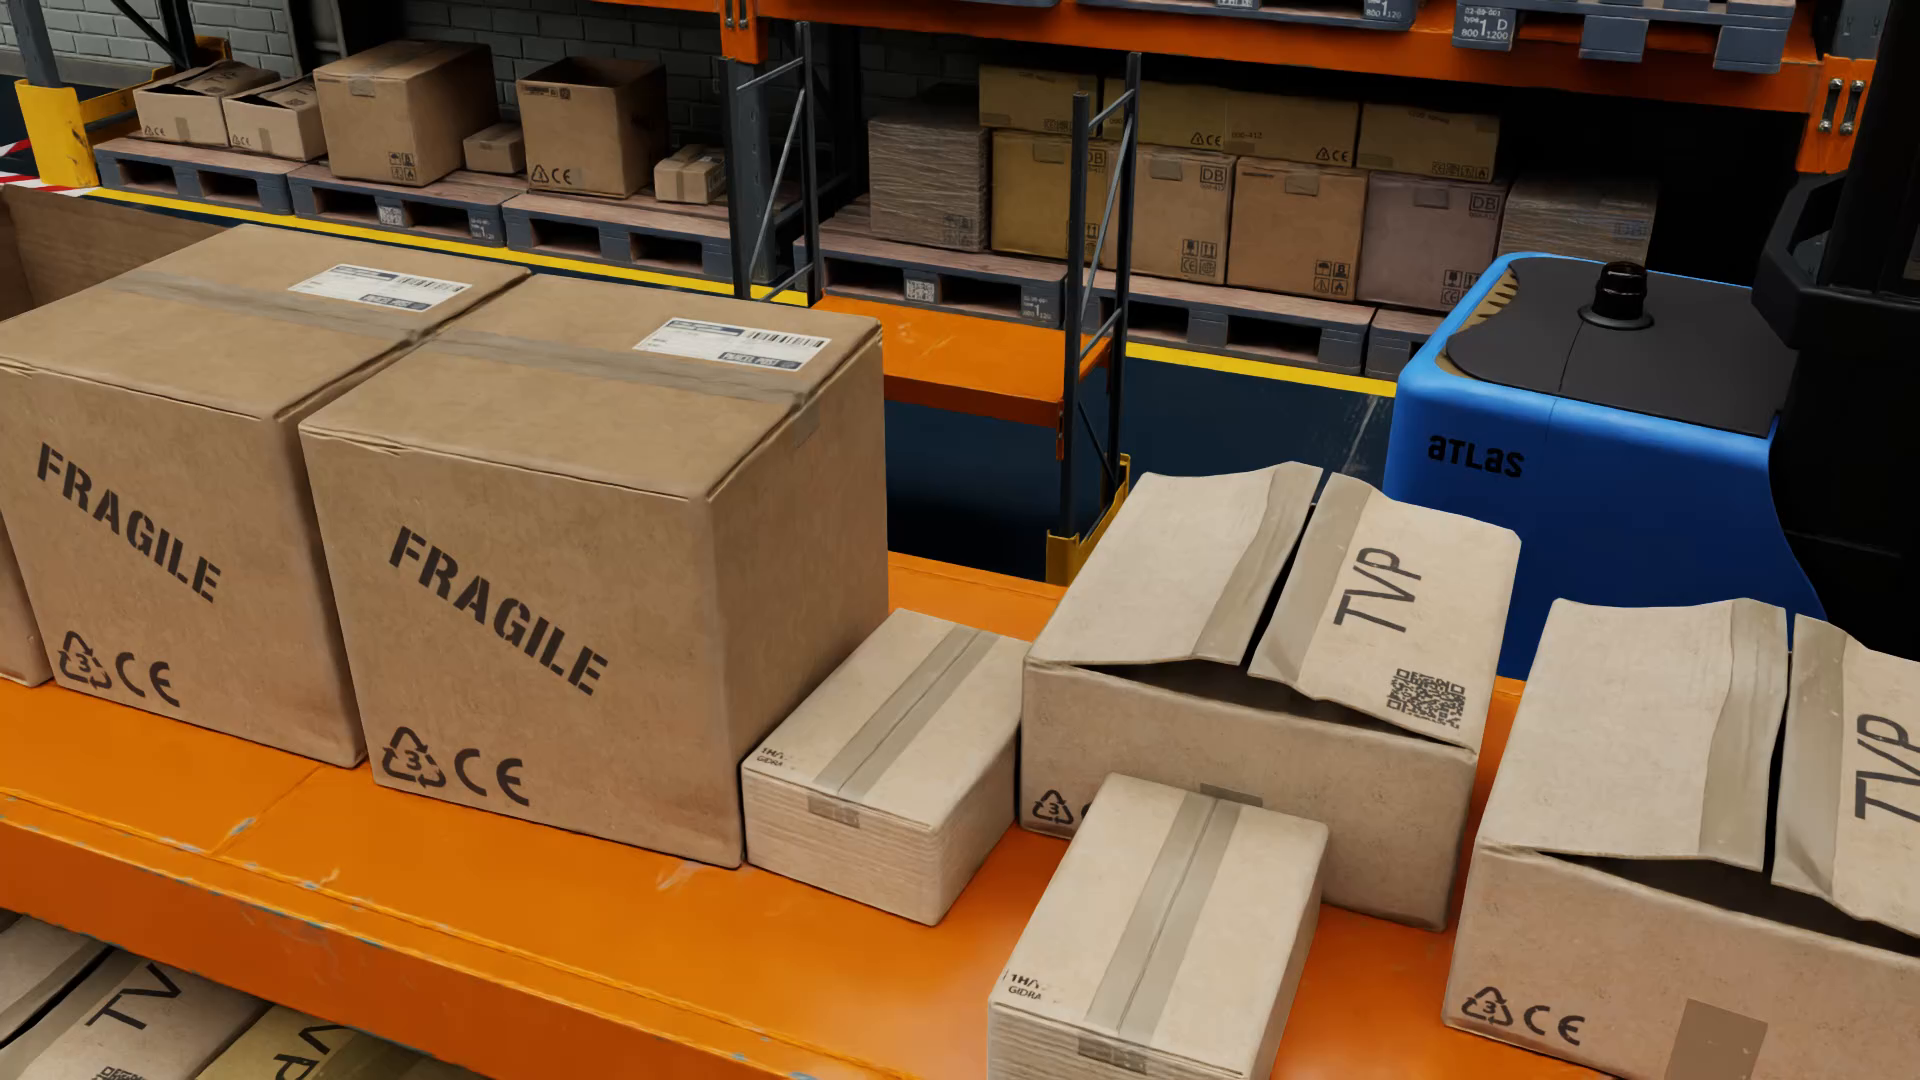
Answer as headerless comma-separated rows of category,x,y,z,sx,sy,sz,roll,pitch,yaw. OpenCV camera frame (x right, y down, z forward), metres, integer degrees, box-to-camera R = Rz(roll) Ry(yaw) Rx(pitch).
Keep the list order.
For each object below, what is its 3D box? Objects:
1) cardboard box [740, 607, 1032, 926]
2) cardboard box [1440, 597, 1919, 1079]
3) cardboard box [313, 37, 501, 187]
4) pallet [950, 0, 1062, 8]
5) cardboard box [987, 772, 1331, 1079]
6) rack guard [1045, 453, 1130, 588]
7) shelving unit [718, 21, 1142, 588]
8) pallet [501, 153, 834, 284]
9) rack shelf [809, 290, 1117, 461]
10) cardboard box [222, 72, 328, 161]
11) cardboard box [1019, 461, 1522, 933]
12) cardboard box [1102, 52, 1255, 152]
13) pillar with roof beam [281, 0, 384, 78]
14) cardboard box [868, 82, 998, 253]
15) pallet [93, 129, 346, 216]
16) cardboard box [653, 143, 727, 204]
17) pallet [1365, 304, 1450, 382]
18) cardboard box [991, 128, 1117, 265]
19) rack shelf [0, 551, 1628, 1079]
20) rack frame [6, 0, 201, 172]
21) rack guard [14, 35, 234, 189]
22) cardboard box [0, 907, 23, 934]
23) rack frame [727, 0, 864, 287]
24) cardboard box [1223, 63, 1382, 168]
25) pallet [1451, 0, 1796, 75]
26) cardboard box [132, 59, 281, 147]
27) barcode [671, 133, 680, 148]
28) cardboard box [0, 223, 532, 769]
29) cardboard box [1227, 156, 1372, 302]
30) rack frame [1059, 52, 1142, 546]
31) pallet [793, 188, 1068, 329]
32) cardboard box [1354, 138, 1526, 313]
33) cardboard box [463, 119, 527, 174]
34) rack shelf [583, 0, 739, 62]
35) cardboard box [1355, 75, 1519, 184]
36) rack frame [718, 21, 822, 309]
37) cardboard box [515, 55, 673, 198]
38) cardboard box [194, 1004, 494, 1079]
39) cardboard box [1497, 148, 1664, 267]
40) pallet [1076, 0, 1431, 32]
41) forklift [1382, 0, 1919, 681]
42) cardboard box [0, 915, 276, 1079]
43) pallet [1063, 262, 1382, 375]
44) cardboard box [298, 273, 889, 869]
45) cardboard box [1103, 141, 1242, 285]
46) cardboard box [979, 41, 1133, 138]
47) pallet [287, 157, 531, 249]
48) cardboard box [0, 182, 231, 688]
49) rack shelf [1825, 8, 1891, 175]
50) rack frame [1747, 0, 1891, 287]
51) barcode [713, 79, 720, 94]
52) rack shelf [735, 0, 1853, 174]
cardboard box,-0.055,0.258,2.000,0.250,0.149,0.380,14,32,23
cardboard box,0.827,0.311,1.742,0.500,0.311,0.500,13,32,22
cardboard box,-2.610,-2.050,7.923,0.500,0.500,0.700,9,31,16
pallet,-0.046,-2.349,6.552,1.213,0.211,1.003,11,31,19
cardboard box,0.211,0.428,1.699,0.250,0.149,0.380,11,31,19
rack guard,0.391,-0.031,5.050,0.087,0.250,0.587,11,31,19
shelving unit,-0.071,-0.667,4.906,1.083,1.500,0.587,11,31,19
pallet,-1.335,-1.534,7.750,1.213,0.211,1.003,11,31,19
rack shelf,-0.079,-0.512,4.997,1.000,0.185,0.538,11,31,19
cardboard box,-3.271,-2.127,8.250,0.500,0.311,0.500,14,32,23
cardboard box,0.392,0.144,2.037,0.500,0.311,0.500,11,31,19
cardboard box,0.881,-1.767,6.659,0.500,0.250,0.500,10,31,18
pillar with roof beam,-5.051,-4.294,3.702,0.400,9.000,9.100,11,31,19
cardboard box,-0.011,-1.615,7.152,0.500,0.500,0.700,12,32,21
pallet,-3.596,-1.986,8.549,1.213,0.211,1.003,11,31,19
cardboard box,-1.207,-1.684,7.612,0.250,0.166,0.380,7,30,13
pallet,2.283,-0.831,6.506,1.213,0.211,1.003,11,31,19
cardboard box,0.486,-1.542,7.023,0.500,0.500,0.700,11,31,18
rack shelf,-0.705,0.240,2.362,3.687,0.071,0.831,11,31,19
rack frame,-4.406,-3.380,8.182,0.127,3.000,1.000,11,31,19
rack guard,-4.336,-2.278,8.772,0.348,0.500,1.175,11,31,19
cardboard box,-1.808,0.674,2.806,0.500,0.311,0.500,11,31,19
rack frame,-0.700,-2.640,6.873,0.127,3.000,1.000,11,31,19
cardboard box,1.337,-1.666,6.481,0.500,0.250,0.500,11,31,19
pallet,2.306,-1.900,5.758,1.003,0.211,1.213,11,31,19
cardboard box,-3.799,-2.232,8.436,0.500,0.311,0.500,8,30,13
barcode,-1.375,-1.916,7.969,0.075,0.075,0.001,11,31,19
cardboard box,-0.901,-0.085,2.250,0.500,0.500,0.500,11,31,19
cardboard box,1.415,-1.340,6.666,0.500,0.500,0.700,11,31,19
rack frame,0.392,-0.575,4.742,0.032,1.500,0.500,11,31,19
pallet,0.022,-1.283,7.305,1.213,0.211,1.003,11,31,19
cardboard box,1.886,-1.261,6.526,0.500,0.500,0.700,11,31,19
cardboard box,-2.174,-1.896,8.005,0.250,0.149,0.380,9,31,15
rack shelf,-2.553,-2.697,7.704,4.000,0.370,1.077,11,31,19
cardboard box,1.815,-1.573,6.316,0.500,0.250,0.500,12,32,20
rack frame,-0.550,-0.763,5.075,0.032,1.500,0.500,11,31,19
cardboard box,-1.676,-1.917,7.687,0.500,0.500,0.500,9,31,15
cardboard box,-0.844,0.863,2.472,0.500,0.311,0.500,12,32,20
cardboard box,2.320,-1.113,6.264,0.500,0.500,0.700,12,32,20
pallet,1.157,-2.164,6.225,1.213,0.211,1.003,11,31,19
forklift,2.520,-0.568,3.276,3.031,2.935,1.130,16,33,26
cardboard box,-1.327,0.770,2.638,0.500,0.311,0.500,10,31,17
pallet,1.157,-1.058,6.907,1.213,0.211,1.003,11,31,19
cardboard box,-0.413,0.013,2.077,0.500,0.500,0.500,10,31,16
cardboard box,0.944,-1.429,6.824,0.500,0.500,0.700,12,32,20
cardboard box,0.398,-1.861,6.826,0.500,0.250,0.500,11,31,18
pallet,-2.470,-1.759,8.148,1.213,0.211,1.003,11,31,19
cardboard box,-1.365,-0.177,2.414,0.500,0.500,0.500,14,32,23
rack shelf,4.860,-1.217,5.086,4.000,0.370,1.077,11,31,19
rack frame,3.007,-1.900,5.563,0.127,3.000,1.000,11,31,19
barcode,-1.110,-2.092,7.671,0.075,0.075,0.001,11,31,19
rack shelf,1.154,-1.957,6.395,4.000,0.370,1.077,11,31,19
